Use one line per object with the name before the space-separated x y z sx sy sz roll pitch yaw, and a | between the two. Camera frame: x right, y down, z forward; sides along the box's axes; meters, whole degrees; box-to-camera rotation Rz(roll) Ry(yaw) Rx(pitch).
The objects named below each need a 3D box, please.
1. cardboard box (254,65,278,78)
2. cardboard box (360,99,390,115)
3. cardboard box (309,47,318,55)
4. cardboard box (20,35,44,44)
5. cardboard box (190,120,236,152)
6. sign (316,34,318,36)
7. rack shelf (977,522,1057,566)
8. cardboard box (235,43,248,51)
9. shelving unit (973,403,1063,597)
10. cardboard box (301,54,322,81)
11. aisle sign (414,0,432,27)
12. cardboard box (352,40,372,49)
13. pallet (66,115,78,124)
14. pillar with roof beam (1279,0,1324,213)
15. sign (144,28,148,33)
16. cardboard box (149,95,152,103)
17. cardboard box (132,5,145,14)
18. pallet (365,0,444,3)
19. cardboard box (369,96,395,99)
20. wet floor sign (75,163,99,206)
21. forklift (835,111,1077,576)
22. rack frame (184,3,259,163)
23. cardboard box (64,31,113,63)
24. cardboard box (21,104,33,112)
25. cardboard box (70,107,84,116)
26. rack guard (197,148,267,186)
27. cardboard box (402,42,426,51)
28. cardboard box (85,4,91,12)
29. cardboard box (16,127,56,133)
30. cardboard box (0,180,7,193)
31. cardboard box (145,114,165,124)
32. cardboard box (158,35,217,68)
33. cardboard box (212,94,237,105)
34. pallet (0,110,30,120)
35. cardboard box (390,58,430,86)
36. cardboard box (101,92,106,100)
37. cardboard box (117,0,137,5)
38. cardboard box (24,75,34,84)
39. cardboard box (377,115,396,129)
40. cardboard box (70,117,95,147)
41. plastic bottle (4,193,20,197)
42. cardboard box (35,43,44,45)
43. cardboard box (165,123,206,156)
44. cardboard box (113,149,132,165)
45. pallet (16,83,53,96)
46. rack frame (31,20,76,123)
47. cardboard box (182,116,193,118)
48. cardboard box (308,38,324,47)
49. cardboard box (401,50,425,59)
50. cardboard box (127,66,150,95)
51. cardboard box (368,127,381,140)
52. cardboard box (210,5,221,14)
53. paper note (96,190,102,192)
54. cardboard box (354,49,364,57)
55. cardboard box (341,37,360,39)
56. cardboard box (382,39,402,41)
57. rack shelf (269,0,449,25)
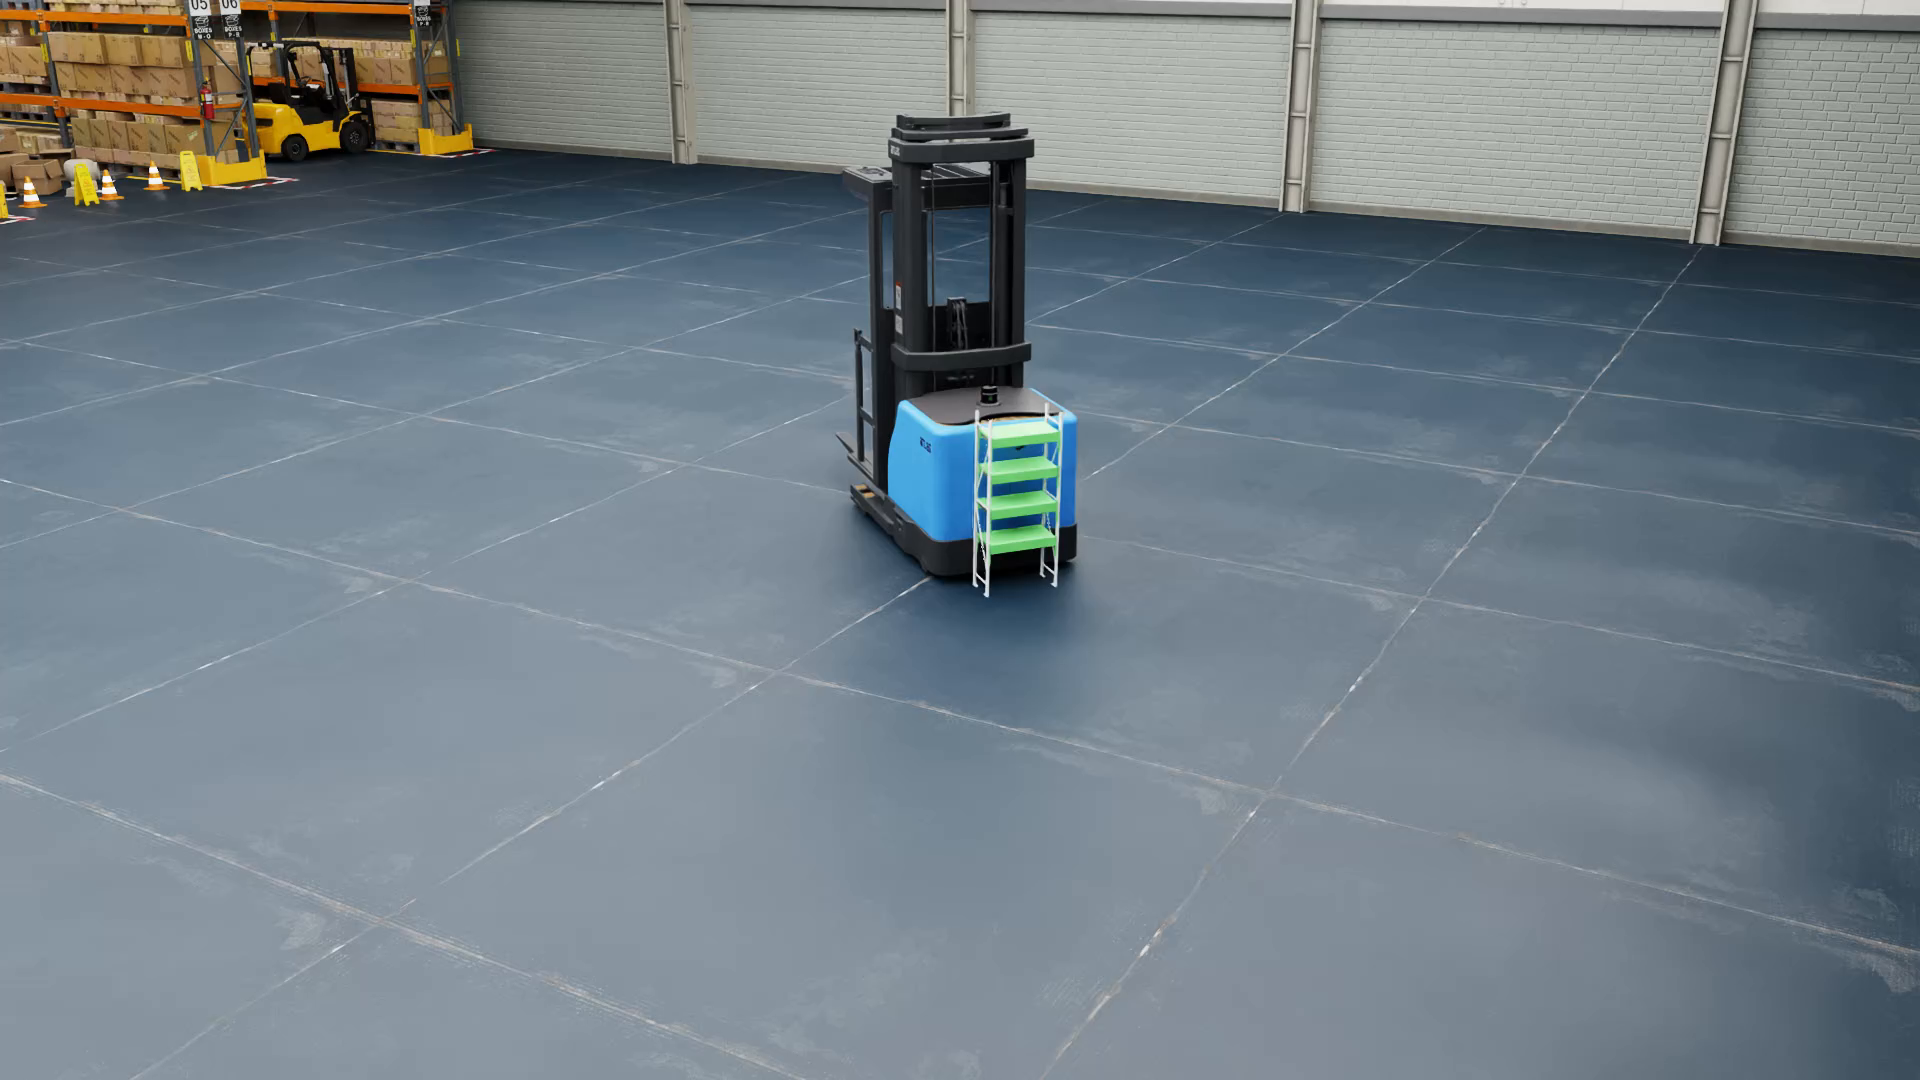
cardboard box | -14.356 -9.801 34.705 0.500 0.250 0.500 11 23 29
cardboard box | -11.744 -8.723 33.463 0.500 0.250 0.500 11 23 28
cardboard box | -12.991 -9.945 33.785 0.250 0.149 0.380 11 23 28
cardboard box | -17.442 -9.410 31.257 0.250 0.149 0.380 12 23 30
cardboard box | -13.304 -7.199 29.630 0.500 0.500 0.500 10 22 26
sign | -13.519 -10.475 34.958 0.005 0.325 0.100 11 23 27
rack shelf | 0.368 0.025 10.915 0.480 0.148 0.258 -8 23 -20
cardboard box | -14.911 -10.306 34.780 0.250 0.149 0.380 10 22 26
shelving unit | 0.371 -0.258 10.802 0.503 1.200 0.258 -8 23 -20
cardboard box | -13.065 -9.679 34.003 0.500 0.500 0.500 11 23 28
aisle sign | -10.382 -10.324 32.115 0.004 0.787 0.394 11 23 27
cardboard box | -11.875 -9.871 33.145 0.250 0.149 0.380 11 23 28
pallet | -20.044 -9.761 38.464 1.213 0.211 1.003 11 23 27
pillar with roof beam | 3.150 -8.129 21.080 0.400 9.000 9.100 11 23 27
sign | -17.537 -10.874 35.863 0.005 0.325 0.100 11 23 27
cardboard box | -14.028 -7.779 29.279 0.250 0.149 0.380 11 23 28
cardboard box | -14.039 -9.165 28.702 0.250 0.149 0.380 11 22 27
pallet | -10.901 -10.694 32.678 1.213 0.211 1.003 11 23 27
cardboard box | -11.937 -8.967 34.136 0.500 0.250 0.500 10 22 26
wet floor sign | -14.049 -5.709 26.658 0.232 0.644 0.267 7 21 18
forklift | -0.186 -1.609 12.002 1.130 2.935 3.031 -7 21 -19
rack frame | -12.714 -7.722 28.754 0.127 3.000 1.000 11 23 27
cardboard box | -15.492 -8.815 29.717 0.500 0.500 0.700 11 23 28
cardboard box | -21.714 -10.172 38.903 0.258 0.266 0.396 12 23 29
cardboard box | -19.990 -9.985 38.043 0.500 0.500 0.500 10 22 27
rack guard | -12.780 -6.559 29.215 0.348 0.500 1.175 11 23 27
cardboard box | -10.712 -9.689 32.642 0.250 0.149 0.380 11 23 27
cardboard box | -15.155 -9.384 29.307 0.250 0.149 0.380 10 22 26
cardboard box | -17.902 -7.669 31.847 0.625 0.372 0.950 12 23 29
cardboard box | -16.133 -5.874 27.668 0.258 0.266 0.396 16 25 36
cardboard box | -14.111 -7.423 29.297 0.250 0.149 0.380 11 23 28
cardboard box | -13.266 -8.399 28.570 0.500 0.500 0.700 10 22 26
cardboard box | -12.909 -7.722 29.122 0.250 0.149 0.380 11 23 28
pallet | -22.441 -10.202 39.680 1.213 0.211 1.003 11 23 27
cardboard box | -10.854 -9.251 32.822 0.500 0.500 0.500 10 22 26
cardboard box | -15.148 -7.973 29.814 0.250 0.149 0.380 11 23 27
cardboard box | -14.186 -9.375 28.696 0.500 0.250 0.500 12 23 29
cardboard box | -17.011 -8.519 30.703 0.250 0.149 0.380 10 22 26
cardboard box | -11.306 -8.414 33.346 0.500 0.250 0.500 11 22 27
cardboard box | -15.822 -7.466 30.365 0.500 0.500 0.500 12 23 30
plastic bottle | -15.733 -5.709 27.515 0.283 0.061 0.133 3 20 9
cardboard box | -17.338 -9.104 31.365 0.500 0.500 0.500 11 22 27
cardboard box | -13.540 -7.035 29.176 0.500 0.500 0.500 11 23 28
cardboard box | -14.886 -6.940 30.016 0.500 0.250 0.500 10 22 27
pallet | -16.802 -8.467 31.090 1.213 0.211 1.003 11 23 27
rack frame | -20.772 -11.196 38.330 0.127 3.000 1.000 11 23 27
cardboard box | -16.743 -9.504 36.533 0.625 0.625 0.875 12 23 29
cardboard box | -12.981 -10.086 33.737 0.250 0.149 0.380 11 23 28
cardboard box | -10.736 -9.526 32.630 0.250 0.149 0.380 11 23 28
cardboard box | -14.192 -8.086 29.174 0.500 0.500 0.500 11 23 27
cardboard box | -11.722 -8.260 33.655 0.500 0.250 0.500 11 23 28
cardboard box | -12.845 -9.166 28.704 0.250 0.149 0.380 11 23 27
paper note | -14.510 -5.891 28.060 0.142 0.019 0.148 3 20 9
cardboard box | -11.867 -9.732 33.198 0.250 0.149 0.380 11 23 28
cardboard box | -12.460 -10.228 34.128 0.250 0.149 0.380 10 22 26
cardboard box | -11.386 -9.987 33.463 0.250 0.149 0.380 12 23 29
rack shelf | -12.042 -10.605 33.357 4.000 0.370 1.077 11 23 27
